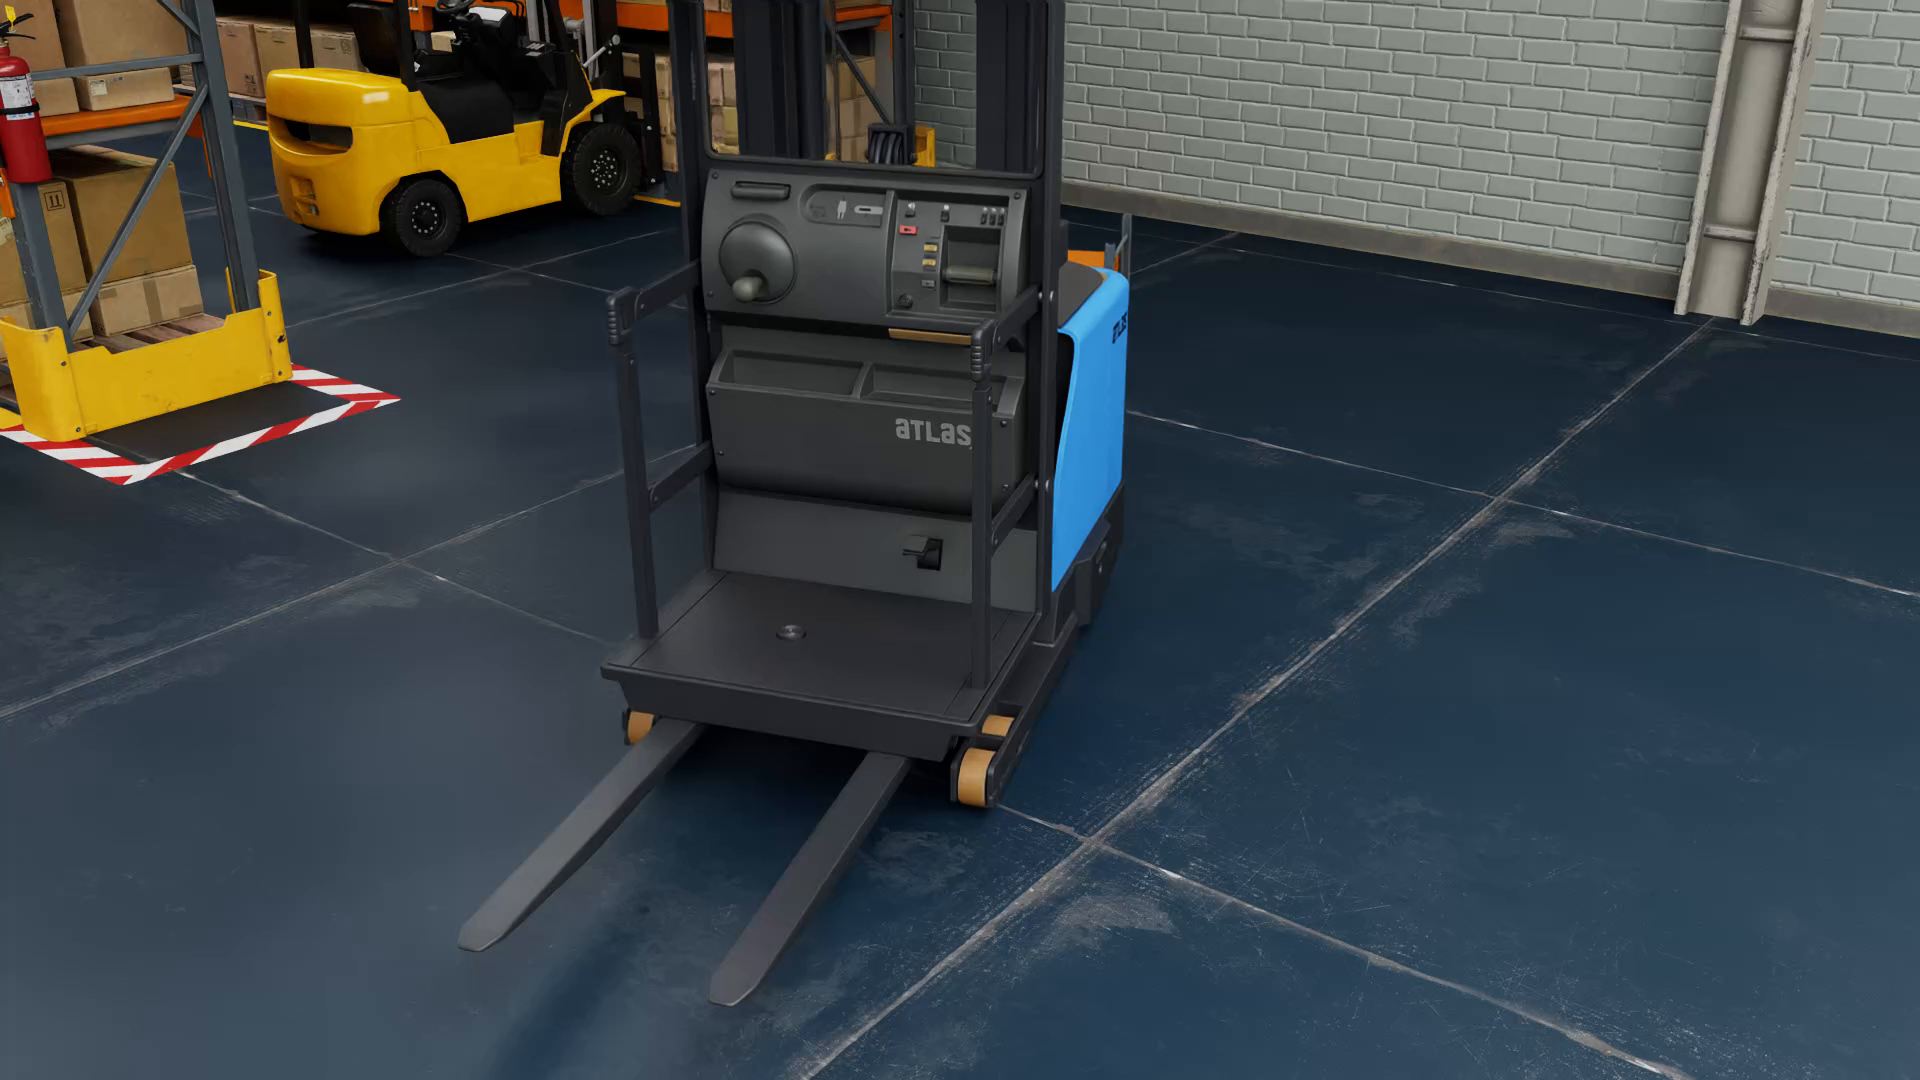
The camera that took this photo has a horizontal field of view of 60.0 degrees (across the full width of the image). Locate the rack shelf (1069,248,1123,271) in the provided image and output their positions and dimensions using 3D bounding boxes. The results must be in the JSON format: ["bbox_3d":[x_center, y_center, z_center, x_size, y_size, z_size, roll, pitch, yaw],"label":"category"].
[{"bbox_3d":[0.087,-0.934,6.250,1.000,0.278,0.538,5,24,12],"label":"rack shelf"}]

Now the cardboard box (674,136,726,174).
[{"bbox_3d":[-1.610,-2.669,11.476,0.500,0.250,0.500,17,29,33],"label":"cardboard box"}]

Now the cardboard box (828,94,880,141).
[{"bbox_3d":[-0.904,-2.943,11.479,0.500,0.250,0.500,17,29,34],"label":"cardboard box"}]

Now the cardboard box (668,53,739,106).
[{"bbox_3d":[-1.620,-3.124,11.269,0.500,0.250,0.500,17,29,34],"label":"cardboard box"}]

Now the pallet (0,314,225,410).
[{"bbox_3d":[-4.316,-0.948,8.139,1.213,0.211,1.003,17,29,33],"label":"pallet"}]

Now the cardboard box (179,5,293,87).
[{"bbox_3d":[-6.563,-4.485,15.133,0.625,0.625,0.875,18,29,35],"label":"cardboard box"}]

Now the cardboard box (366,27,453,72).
[{"bbox_3d":[-4.277,-3.795,13.568,0.625,0.625,0.875,18,30,36],"label":"cardboard box"}]

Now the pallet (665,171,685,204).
[{"bbox_3d":[-1.289,-2.495,11.652,1.213,0.211,1.003,17,29,33],"label":"pallet"}]

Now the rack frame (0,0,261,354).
[{"bbox_3d":[-3.626,-1.998,7.063,0.127,3.000,1.000,17,29,33],"label":"rack frame"}]

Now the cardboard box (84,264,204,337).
[{"bbox_3d":[-4.106,-1.216,8.178,0.500,0.250,0.500,17,29,33],"label":"cardboard box"}]

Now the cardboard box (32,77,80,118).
[{"bbox_3d":[-4.054,-1.904,7.163,0.250,0.149,0.380,18,29,35],"label":"cardboard box"}]

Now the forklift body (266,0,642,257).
[{"bbox_3d":[-3.264,-3.081,10.576,1.214,2.155,2.313,17,29,33],"label":"forklift body"}]

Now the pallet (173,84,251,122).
[{"bbox_3d":[-6.418,-4.047,15.173,1.213,0.211,1.003,17,29,33],"label":"pallet"}]

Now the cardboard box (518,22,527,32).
[{"bbox_3d":[-3.343,-3.902,13.035,0.500,0.250,0.500,17,29,34],"label":"cardboard box"}]

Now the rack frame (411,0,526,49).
[{"bbox_3d":[-3.853,-4.567,12.896,0.127,3.000,1.000,17,29,33],"label":"rack frame"}]

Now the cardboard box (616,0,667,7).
[{"bbox_3d":[-2.023,-3.932,11.330,0.500,0.500,0.500,16,29,32],"label":"cardboard box"}]

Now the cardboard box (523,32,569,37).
[{"bbox_3d":[-3.251,-3.614,12.380,0.500,0.250,0.500,17,29,33],"label":"cardboard box"}]

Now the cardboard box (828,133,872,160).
[{"bbox_3d":[-0.928,-2.716,11.583,0.500,0.250,0.500,17,29,34],"label":"cardboard box"}]

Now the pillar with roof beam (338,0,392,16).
[{"bbox_3d":[-8.052,-6.866,10.673,0.400,9.000,9.100,17,29,33],"label":"pillar with roof beam"}]

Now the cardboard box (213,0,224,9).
[{"bbox_3d":[-7.284,-5.106,15.894,0.250,0.149,0.380,19,30,36],"label":"cardboard box"}]

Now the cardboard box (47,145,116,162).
[{"bbox_3d":[-4.546,-1.690,8.324,0.500,0.500,0.500,16,28,31],"label":"cardboard box"}]

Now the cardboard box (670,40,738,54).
[{"bbox_3d":[-1.719,-3.413,11.925,0.500,0.250,0.500,17,29,33],"label":"cardboard box"}]

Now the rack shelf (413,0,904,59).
[{"bbox_3d":[-2.253,-3.754,11.943,4.000,0.370,1.077,17,29,33],"label":"rack shelf"}]

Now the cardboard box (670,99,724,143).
[{"bbox_3d":[-1.624,-2.904,11.391,0.500,0.250,0.500,16,29,33],"label":"cardboard box"}]

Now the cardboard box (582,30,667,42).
[{"bbox_3d":[-2.532,-3.658,12.481,0.500,0.250,0.500,17,29,34],"label":"cardboard box"}]

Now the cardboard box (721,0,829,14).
[{"bbox_3d":[-1.204,-3.680,10.758,0.500,0.500,0.500,16,28,32],"label":"cardboard box"}]

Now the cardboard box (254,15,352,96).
[{"bbox_3d":[-5.496,-4.167,14.411,0.625,0.625,0.875,15,28,31],"label":"cardboard box"}]

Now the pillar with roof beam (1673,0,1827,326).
[{"bbox_3d":[1.550,-3.965,4.087,0.400,9.000,9.100,17,29,33],"label":"pillar with roof beam"}]

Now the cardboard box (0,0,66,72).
[{"bbox_3d":[-4.226,-2.222,7.079,0.500,0.500,0.500,16,29,32],"label":"cardboard box"}]

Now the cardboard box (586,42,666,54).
[{"bbox_3d":[-2.431,-3.367,11.822,0.500,0.250,0.500,16,28,32],"label":"cardboard box"}]

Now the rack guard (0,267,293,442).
[{"bbox_3d":[-3.687,-0.872,7.609,0.348,0.500,1.175,17,29,33],"label":"rack guard"}]

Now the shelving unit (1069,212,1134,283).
[{"bbox_3d":[0.087,-0.667,6.368,1.048,1.125,0.538,5,24,12],"label":"shelving unit"}]

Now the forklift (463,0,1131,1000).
[{"bbox_3d":[-0.329,-0.793,4.415,1.130,2.935,3.031,7,25,16],"label":"forklift"}]

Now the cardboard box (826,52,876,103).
[{"bbox_3d":[-0.923,-3.169,11.371,0.500,0.250,0.500,16,29,33],"label":"cardboard box"}]
